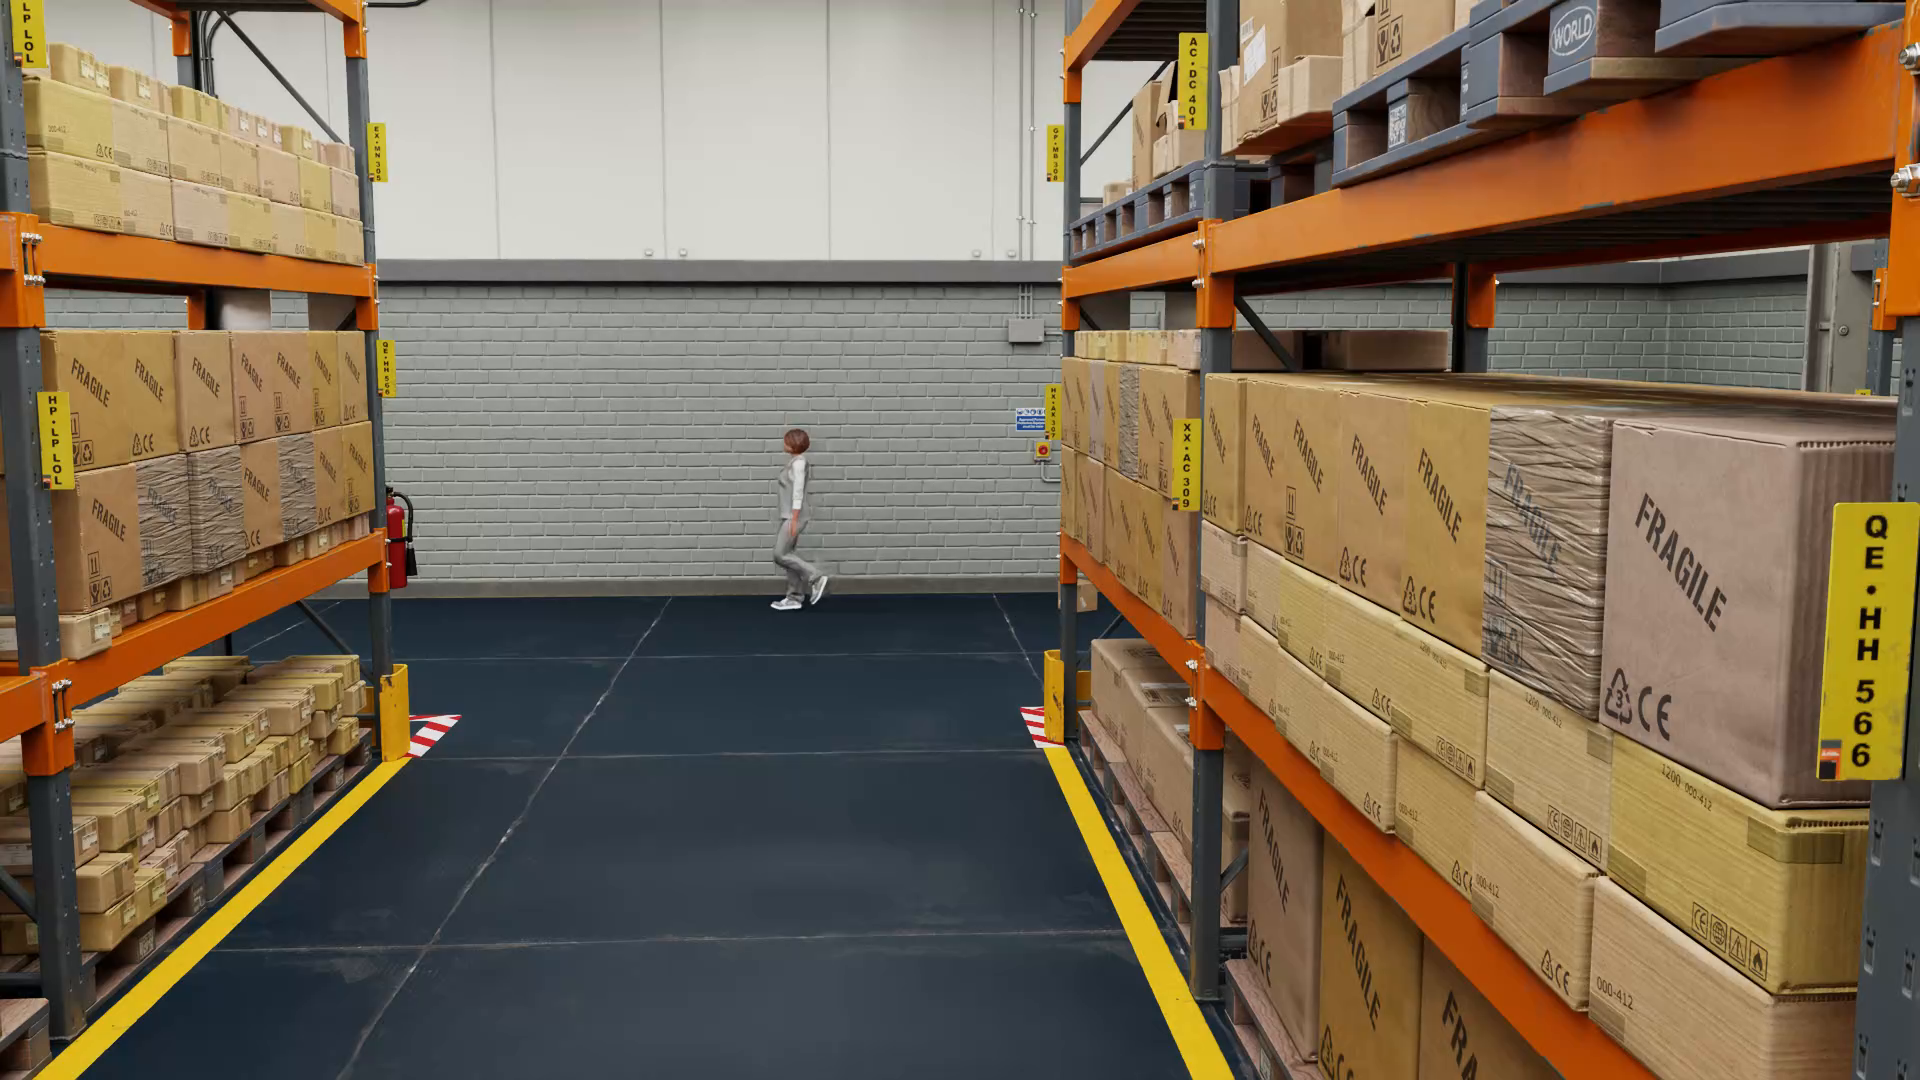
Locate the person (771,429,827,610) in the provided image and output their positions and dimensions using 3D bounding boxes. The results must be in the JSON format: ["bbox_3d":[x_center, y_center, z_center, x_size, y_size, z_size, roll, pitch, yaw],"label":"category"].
[{"bbox_3d":[-1.414,-0.178,14.511,0.487,1.588,0.434,-1,7,-10],"label":"person"}]
